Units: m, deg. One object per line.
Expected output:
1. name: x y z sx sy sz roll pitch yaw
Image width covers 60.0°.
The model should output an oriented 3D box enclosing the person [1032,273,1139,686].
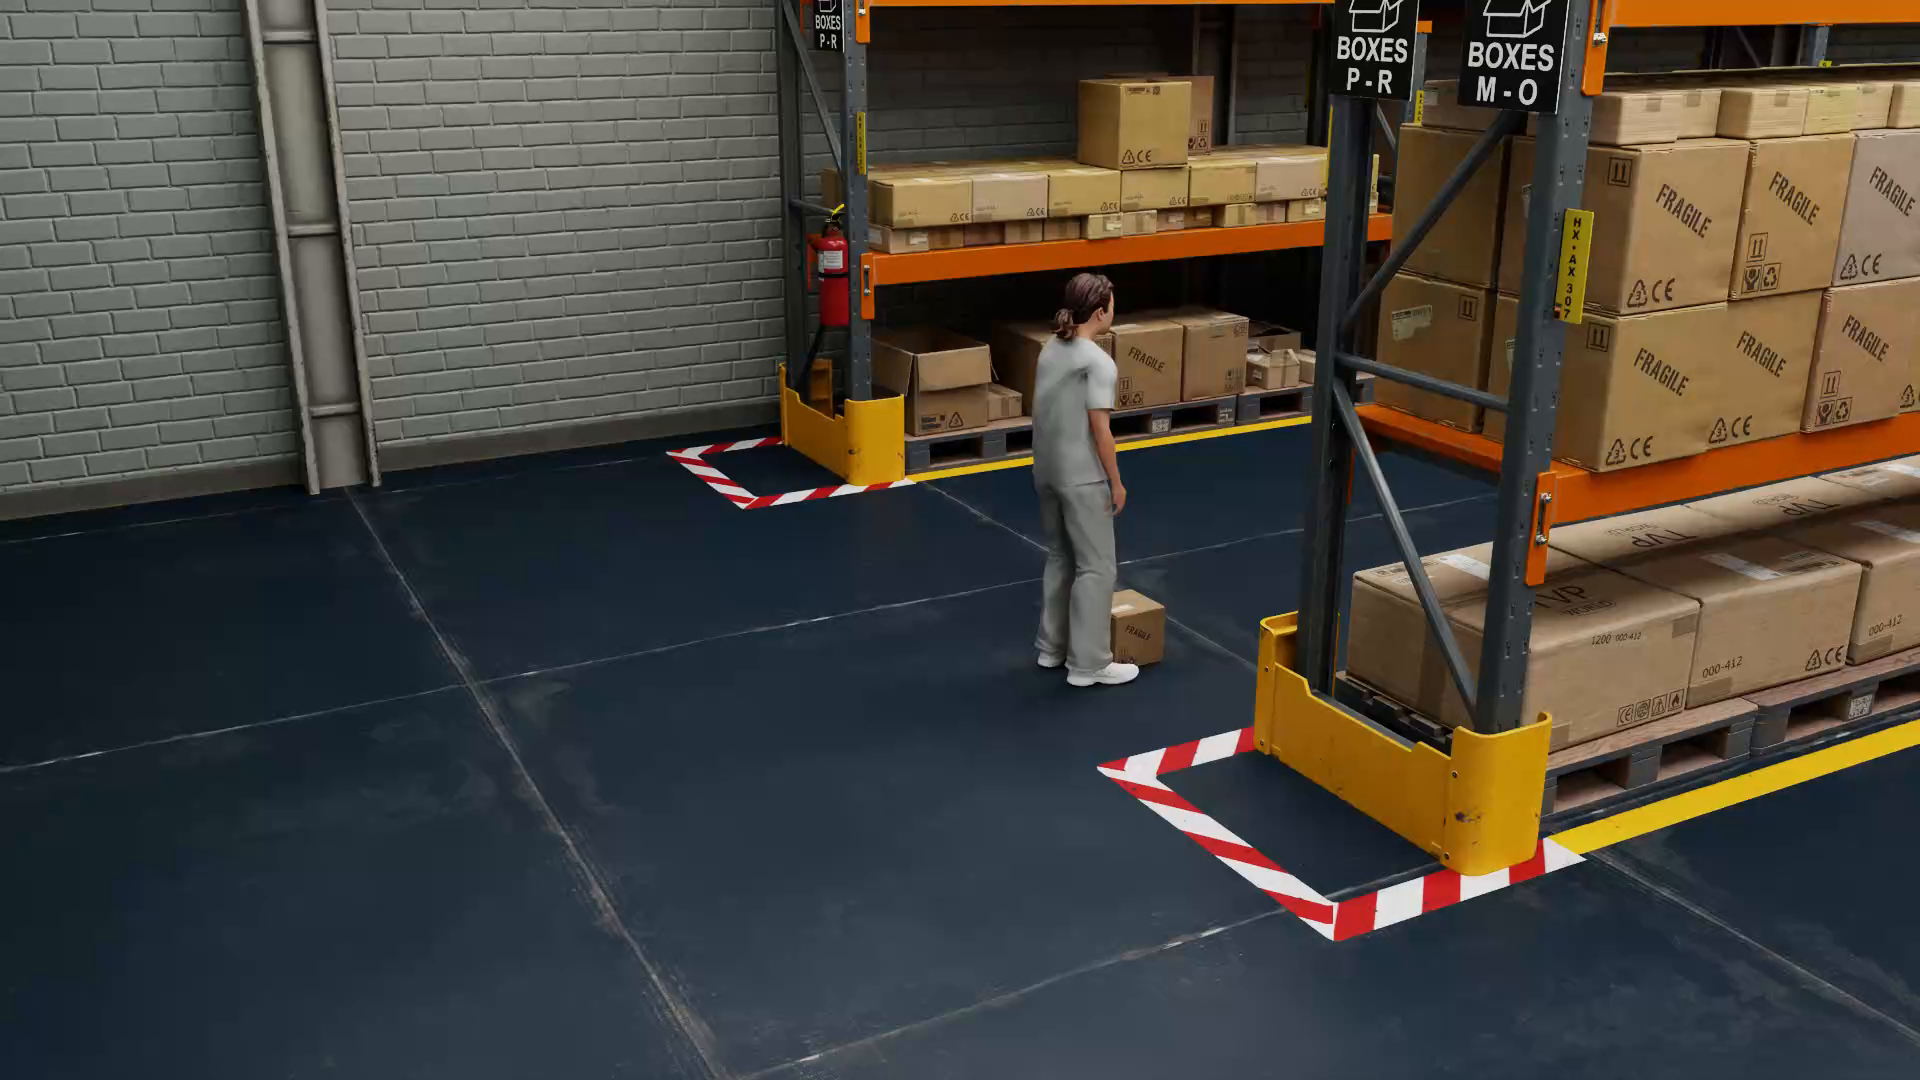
1. person: 0.488 -0.250 6.808 0.355 1.673 0.511 -11 21 -29
